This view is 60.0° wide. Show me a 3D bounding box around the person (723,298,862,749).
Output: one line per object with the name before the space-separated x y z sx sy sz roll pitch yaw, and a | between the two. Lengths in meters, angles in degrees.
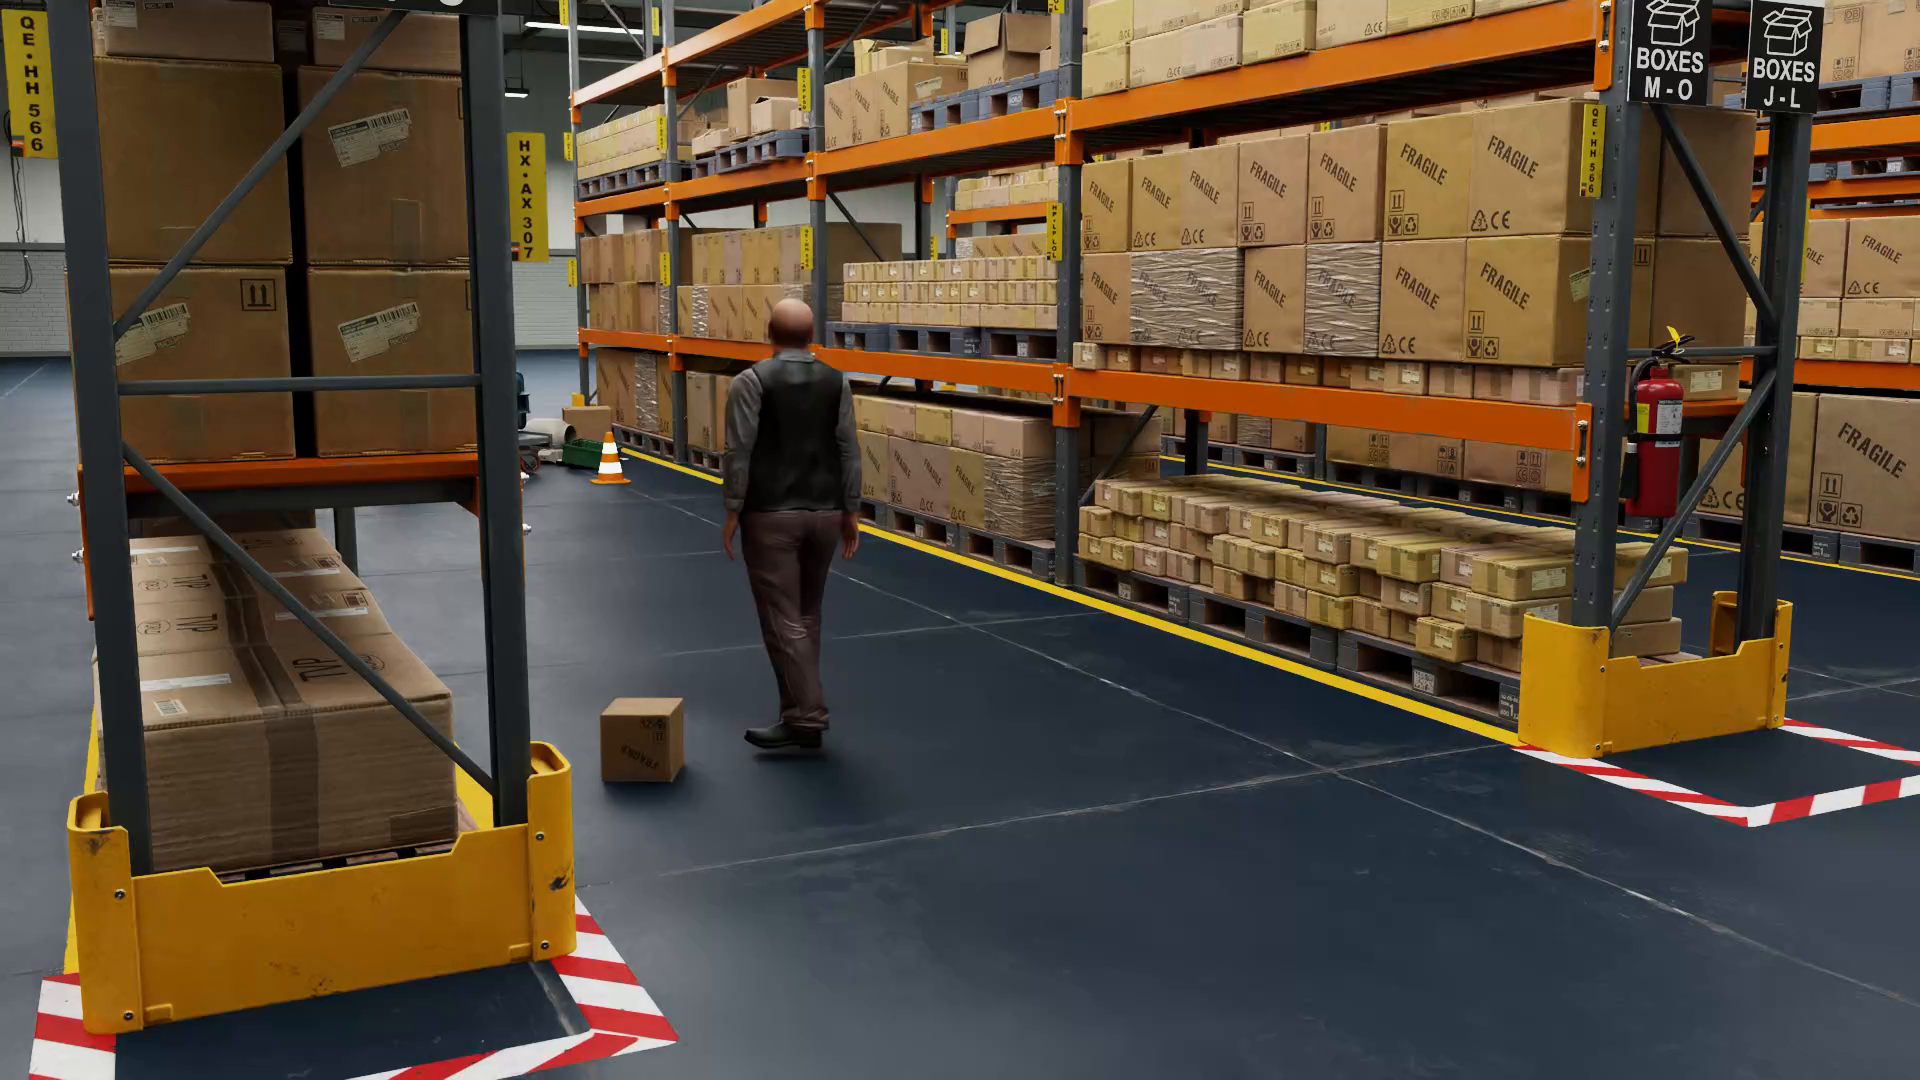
person | -0.632 -0.068 6.416 0.571 1.711 0.590 -6 10 -34
